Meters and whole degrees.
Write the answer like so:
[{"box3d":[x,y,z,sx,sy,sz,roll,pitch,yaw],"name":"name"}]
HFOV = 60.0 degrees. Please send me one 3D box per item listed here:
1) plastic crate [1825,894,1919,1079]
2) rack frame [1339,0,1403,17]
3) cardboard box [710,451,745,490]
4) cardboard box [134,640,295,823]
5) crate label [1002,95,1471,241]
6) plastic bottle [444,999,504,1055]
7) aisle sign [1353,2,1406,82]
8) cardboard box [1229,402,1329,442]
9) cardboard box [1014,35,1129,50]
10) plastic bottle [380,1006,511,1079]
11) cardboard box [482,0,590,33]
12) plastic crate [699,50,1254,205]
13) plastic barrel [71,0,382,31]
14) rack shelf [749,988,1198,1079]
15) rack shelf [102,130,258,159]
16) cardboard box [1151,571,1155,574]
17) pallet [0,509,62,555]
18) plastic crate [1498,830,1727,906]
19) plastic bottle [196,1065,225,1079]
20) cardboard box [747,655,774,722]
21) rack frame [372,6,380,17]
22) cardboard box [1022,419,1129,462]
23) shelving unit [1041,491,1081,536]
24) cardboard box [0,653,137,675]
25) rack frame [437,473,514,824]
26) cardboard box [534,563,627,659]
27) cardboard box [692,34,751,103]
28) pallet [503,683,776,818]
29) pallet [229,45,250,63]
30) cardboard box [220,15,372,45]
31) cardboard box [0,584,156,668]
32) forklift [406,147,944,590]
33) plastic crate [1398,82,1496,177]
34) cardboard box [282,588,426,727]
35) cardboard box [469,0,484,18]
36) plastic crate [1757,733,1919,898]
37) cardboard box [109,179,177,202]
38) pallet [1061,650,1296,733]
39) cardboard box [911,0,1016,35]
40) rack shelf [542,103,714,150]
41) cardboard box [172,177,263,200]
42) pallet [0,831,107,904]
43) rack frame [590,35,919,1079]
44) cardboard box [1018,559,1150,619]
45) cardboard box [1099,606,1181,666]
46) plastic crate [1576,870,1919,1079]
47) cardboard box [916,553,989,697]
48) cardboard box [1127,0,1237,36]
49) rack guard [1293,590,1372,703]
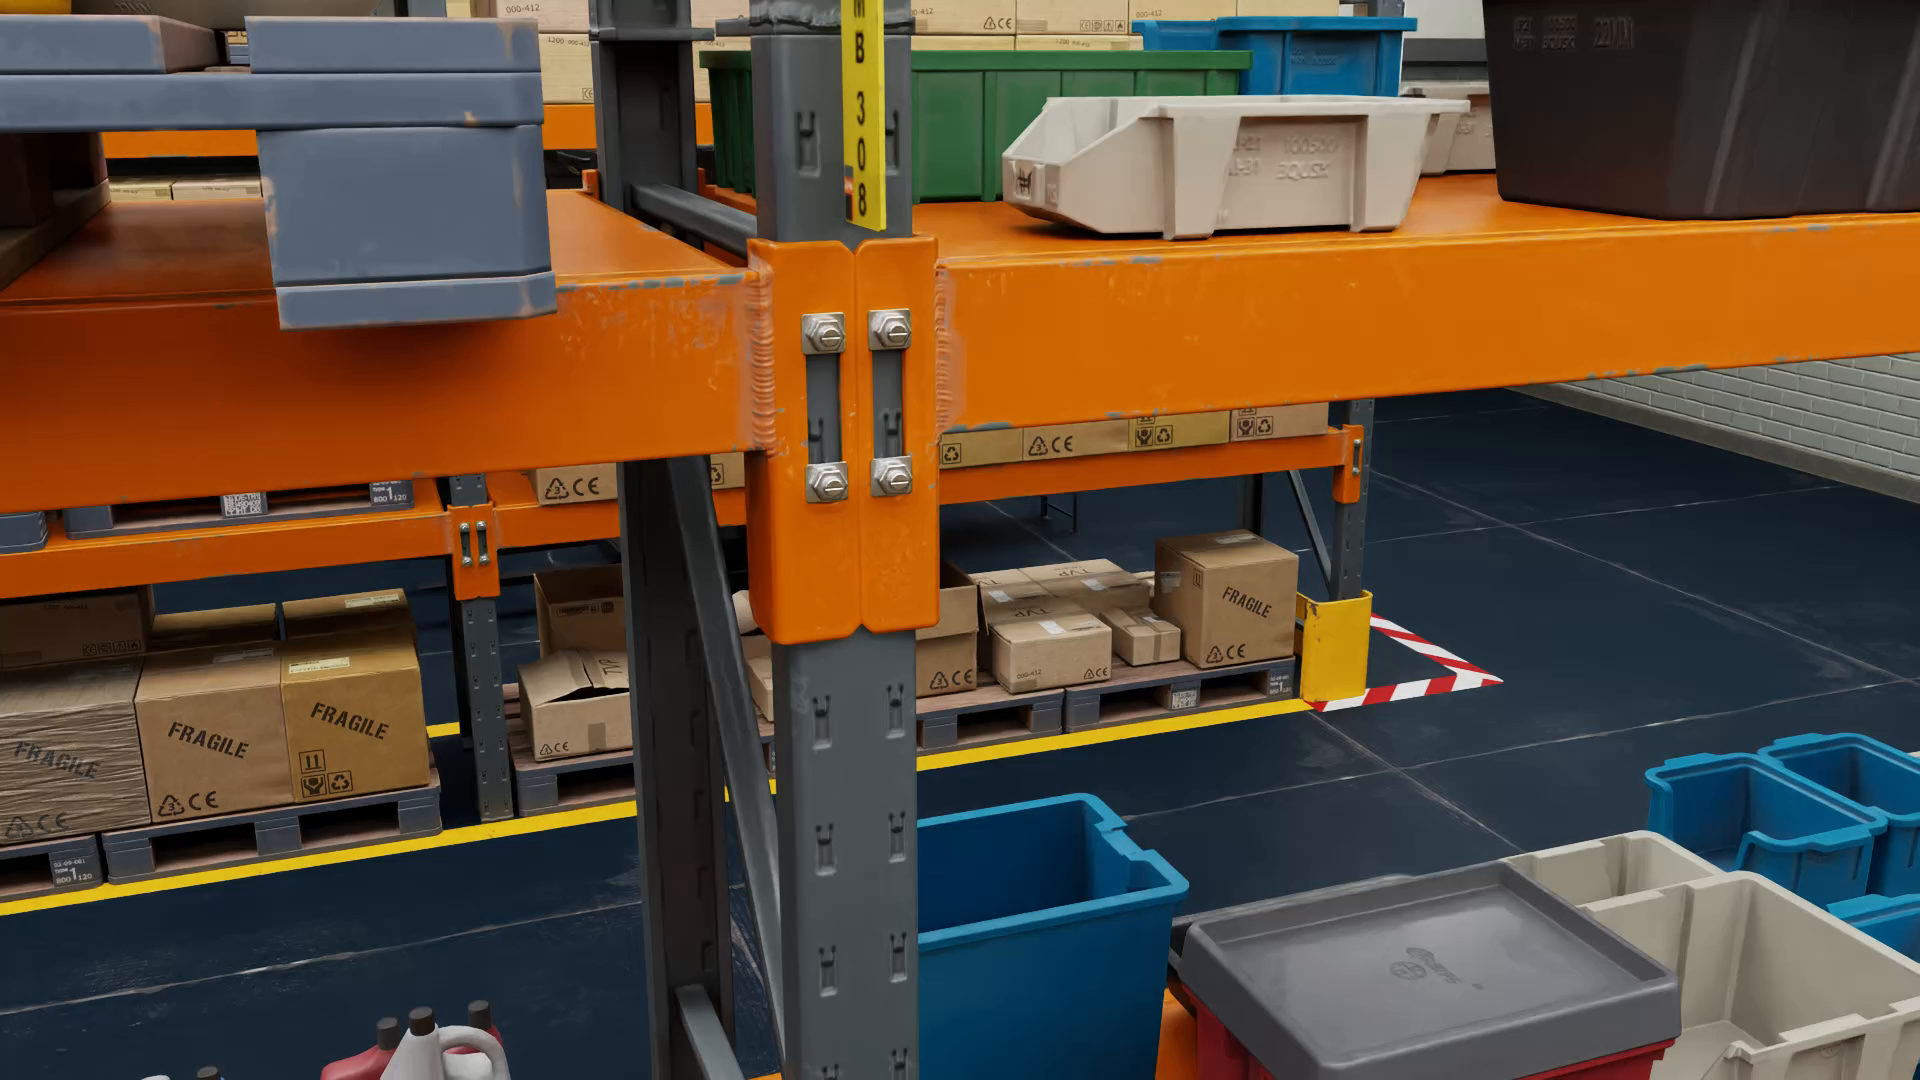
[{"box3d":[1.632,0.795,2.758,0.300,0.233,0.416,-6,17,-20],"name":"plastic crate"},{"box3d":[1.689,-3.713,7.271,0.127,3.000,1.000,-6,17,-20],"name":"rack frame"},{"box3d":[-0.995,-0.511,6.839,0.500,0.500,0.500,-6,17,-19],"name":"cardboard box"},{"box3d":[-2.869,0.730,6.445,0.500,0.500,0.500,-6,17,-20],"name":"cardboard box"},{"box3d":[0.283,-0.414,1.828,0.466,0.136,0.293,-6,17,-20],"name":"crate label"},{"box3d":[-0.772,0.853,2.577,0.133,0.283,0.061,-6,17,-20],"name":"plastic bottle"},{"box3d":[1.863,-2.008,7.499,0.004,0.787,0.394,-6,17,-20],"name":"aisle sign"},{"box3d":[1.368,-0.766,7.705,0.500,0.500,0.500,-6,17,-18],"name":"cardboard box"},{"box3d":[0.371,-1.979,6.957,0.500,0.250,0.500,-6,17,-20],"name":"cardboard box"},{"box3d":[-0.759,0.850,2.467,0.185,0.351,0.144,-6,17,-20],"name":"plastic bottle"},{"box3d":[-1.503,-2.022,6.216,0.500,0.250,0.500,-6,17,-20],"name":"cardboard box"},{"box3d":[0.011,-0.587,2.327,0.662,0.188,0.450,-6,17,-20],"name":"plastic crate"},{"box3d":[-0.858,-0.846,1.847,0.433,0.535,0.433,0,16,0],"name":"plastic barrel"},{"box3d":[1.591,1.016,3.092,4.000,0.370,1.077,-6,17,-20],"name":"rack shelf"},{"box3d":[-3.913,-1.324,5.735,4.000,0.370,1.077,-6,17,-20],"name":"rack shelf"},{"box3d":[1.175,0.274,8.620,0.250,0.149,0.380,-6,17,-20],"name":"cardboard box"},{"box3d":[-3.967,-0.133,6.069,1.213,0.211,1.003,-6,17,-20],"name":"pallet"},{"box3d":[1.242,0.715,3.200,0.466,0.136,0.293,-6,17,-20],"name":"plastic crate"},{"box3d":[-1.089,0.899,2.443,0.097,0.271,0.097,0,16,0],"name":"plastic bottle"},{"box3d":[-0.772,0.642,7.337,0.250,0.166,0.380,-6,17,-20],"name":"cardboard box"},{"box3d":[-3.822,-4.613,10.335,0.127,3.000,1.000,-6,17,-20],"name":"rack frame"},{"box3d":[0.417,-0.664,7.357,0.500,0.500,0.500,-6,17,-20],"name":"cardboard box"},{"box3d":[0.195,-0.754,10.506,1.048,1.500,0.538,-7,18,-23],"name":"shelving unit"},{"box3d":[-3.548,0.647,6.728,0.500,0.500,0.500,-6,17,-19],"name":"cardboard box"},{"box3d":[-2.046,-0.431,6.743,0.127,3.000,1.000,-6,17,-20],"name":"rack frame"},{"box3d":[-1.615,0.425,7.483,0.500,0.500,0.500,-6,17,-20],"name":"cardboard box"},{"box3d":[-1.035,-1.832,6.455,0.500,0.250,0.500,-6,17,-20],"name":"cardboard box"},{"box3d":[-1.404,0.838,7.371,1.213,0.211,1.003,-6,17,-20],"name":"pallet"},{"box3d":[-2.680,-1.733,6.186,1.003,0.211,1.213,-6,17,-20],"name":"pallet"},{"box3d":[-2.543,-2.137,6.126,0.600,0.600,0.600,-8,18,-25],"name":"cardboard box"},{"box3d":[-3.519,0.283,6.637,0.500,0.250,0.500,-6,17,-20],"name":"cardboard box"},{"box3d":[-1.661,-1.193,9.459,3.031,2.935,1.130,-7,18,-23],"name":"forklift"},{"box3d":[0.775,-0.669,2.696,0.466,0.136,0.293,-6,17,-20],"name":"plastic crate"},{"box3d":[-2.585,0.542,7.086,0.500,0.500,0.500,-7,18,-23],"name":"cardboard box"},{"box3d":[-1.689,-2.159,6.681,0.500,0.250,0.500,-6,17,-20],"name":"cardboard box"},{"box3d":[1.880,0.592,3.451,0.300,0.233,0.416,-6,17,-20],"name":"plastic crate"},{"box3d":[-5.124,-2.080,10.284,0.500,0.250,0.500,-6,17,-19],"name":"cardboard box"},{"box3d":[0.874,0.592,8.209,1.213,0.211,1.003,-6,17,-20],"name":"pallet"},{"box3d":[-0.099,-2.171,6.722,0.500,0.250,0.500,-6,17,-20],"name":"cardboard box"},{"box3d":[-0.178,-1.727,7.109,4.000,0.370,1.077,-6,17,-20],"name":"rack shelf"},{"box3d":[-4.647,-2.131,10.459,0.500,0.250,0.500,-6,17,-19],"name":"cardboard box"},{"box3d":[-3.933,1.123,6.400,1.213,0.211,1.003,-6,17,-20],"name":"pallet"},{"box3d":[-0.277,0.872,2.304,0.127,3.000,1.000,-6,17,-20],"name":"rack frame"},{"box3d":[0.613,0.304,8.338,0.500,0.250,0.500,-6,17,-20],"name":"cardboard box"},{"box3d":[0.859,0.451,7.988,0.250,0.166,0.380,-6,17,-20],"name":"cardboard box"},{"box3d":[1.215,0.795,2.671,0.530,0.282,0.437,-6,17,-20],"name":"plastic crate"},{"box3d":[-0.293,0.365,7.683,0.637,0.503,0.797,-6,17,-20],"name":"cardboard box"},{"box3d":[0.834,-2.272,7.068,0.500,0.250,0.500,-6,17,-20],"name":"cardboard box"},{"box3d":[1.618,0.372,8.443,0.348,0.500,1.175,-6,17,-20],"name":"rack guard"}]
